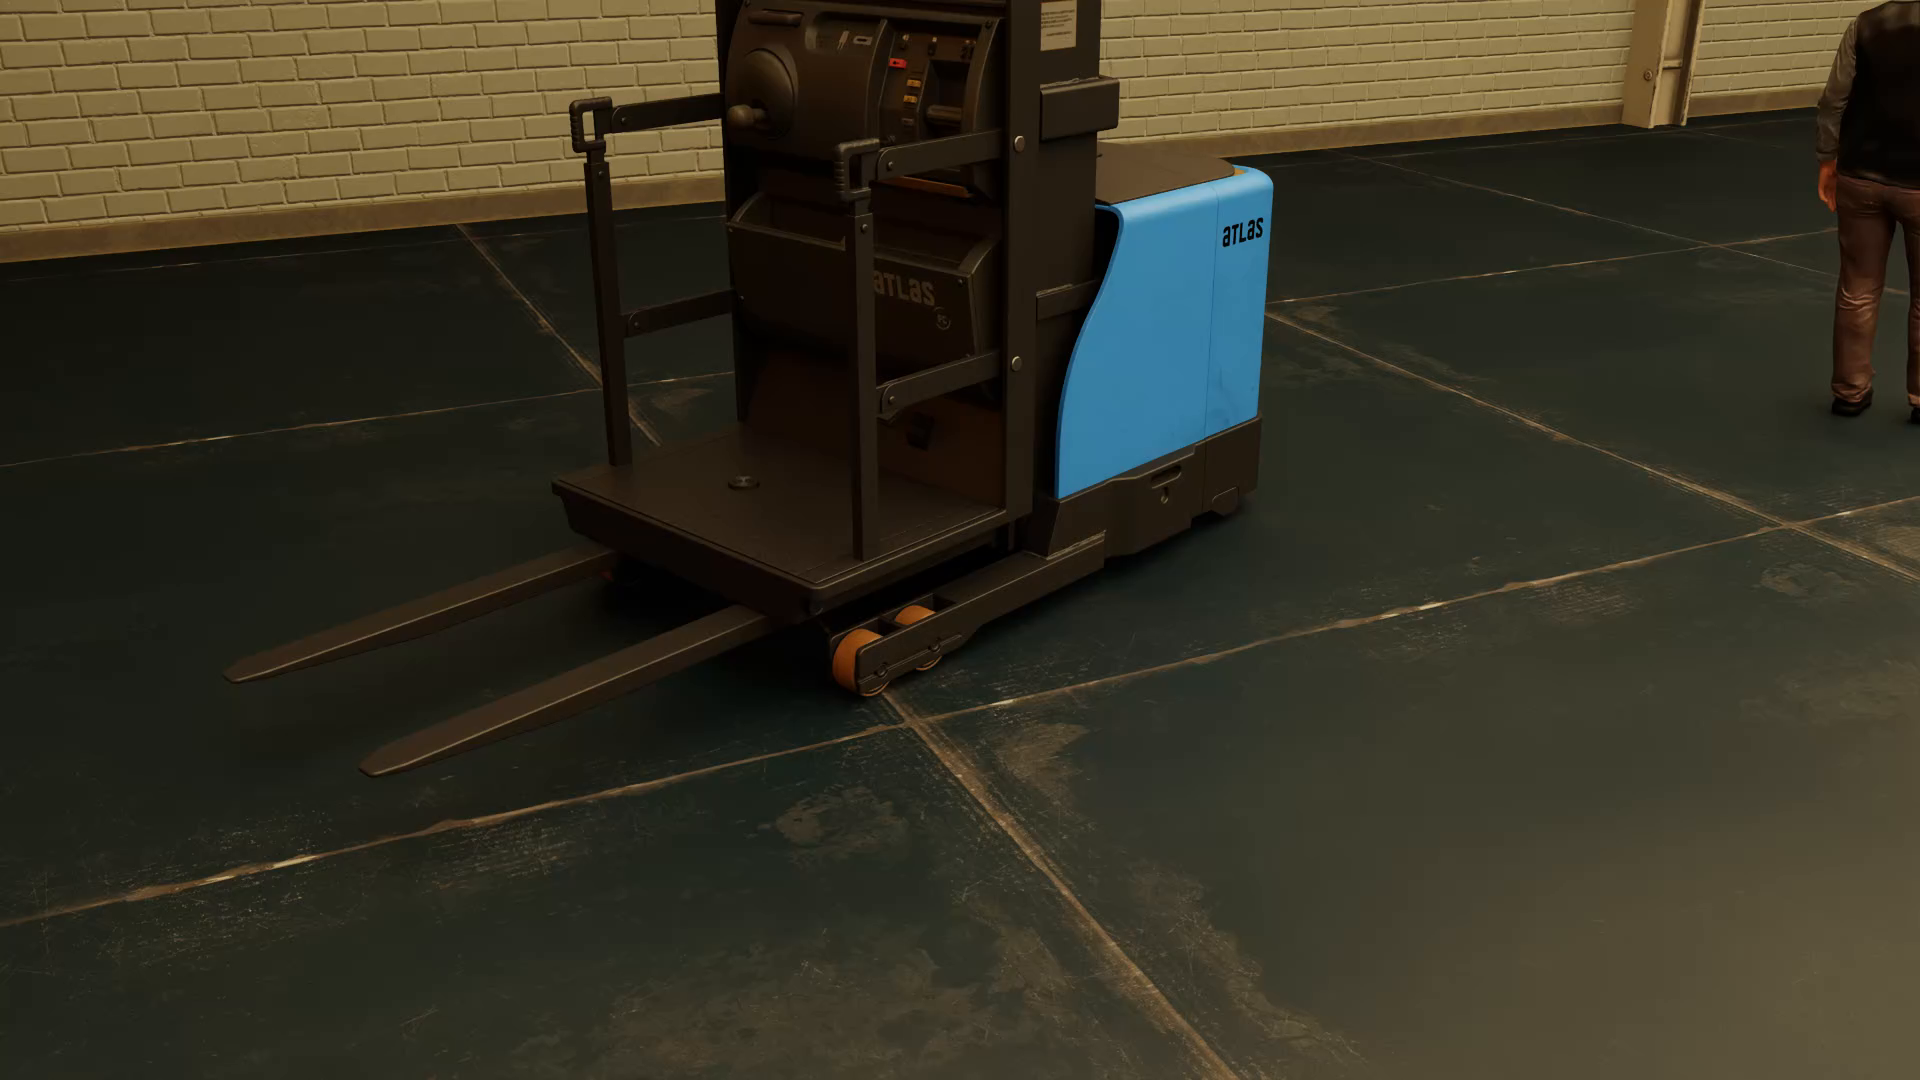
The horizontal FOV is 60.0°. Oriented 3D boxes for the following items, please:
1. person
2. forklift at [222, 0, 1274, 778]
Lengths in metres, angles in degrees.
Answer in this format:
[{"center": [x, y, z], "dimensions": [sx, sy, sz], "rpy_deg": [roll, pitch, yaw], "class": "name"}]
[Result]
[{"center": [3.399, -1.289, 5.947], "dimensions": [0.568, 1.720, 0.631], "rpy_deg": [-19, 29, -39], "class": "person"}, {"center": [-0.413, -1.182, 4.131], "dimensions": [1.130, 2.935, 3.031], "rpy_deg": [19, 29, 39], "class": "forklift"}]
